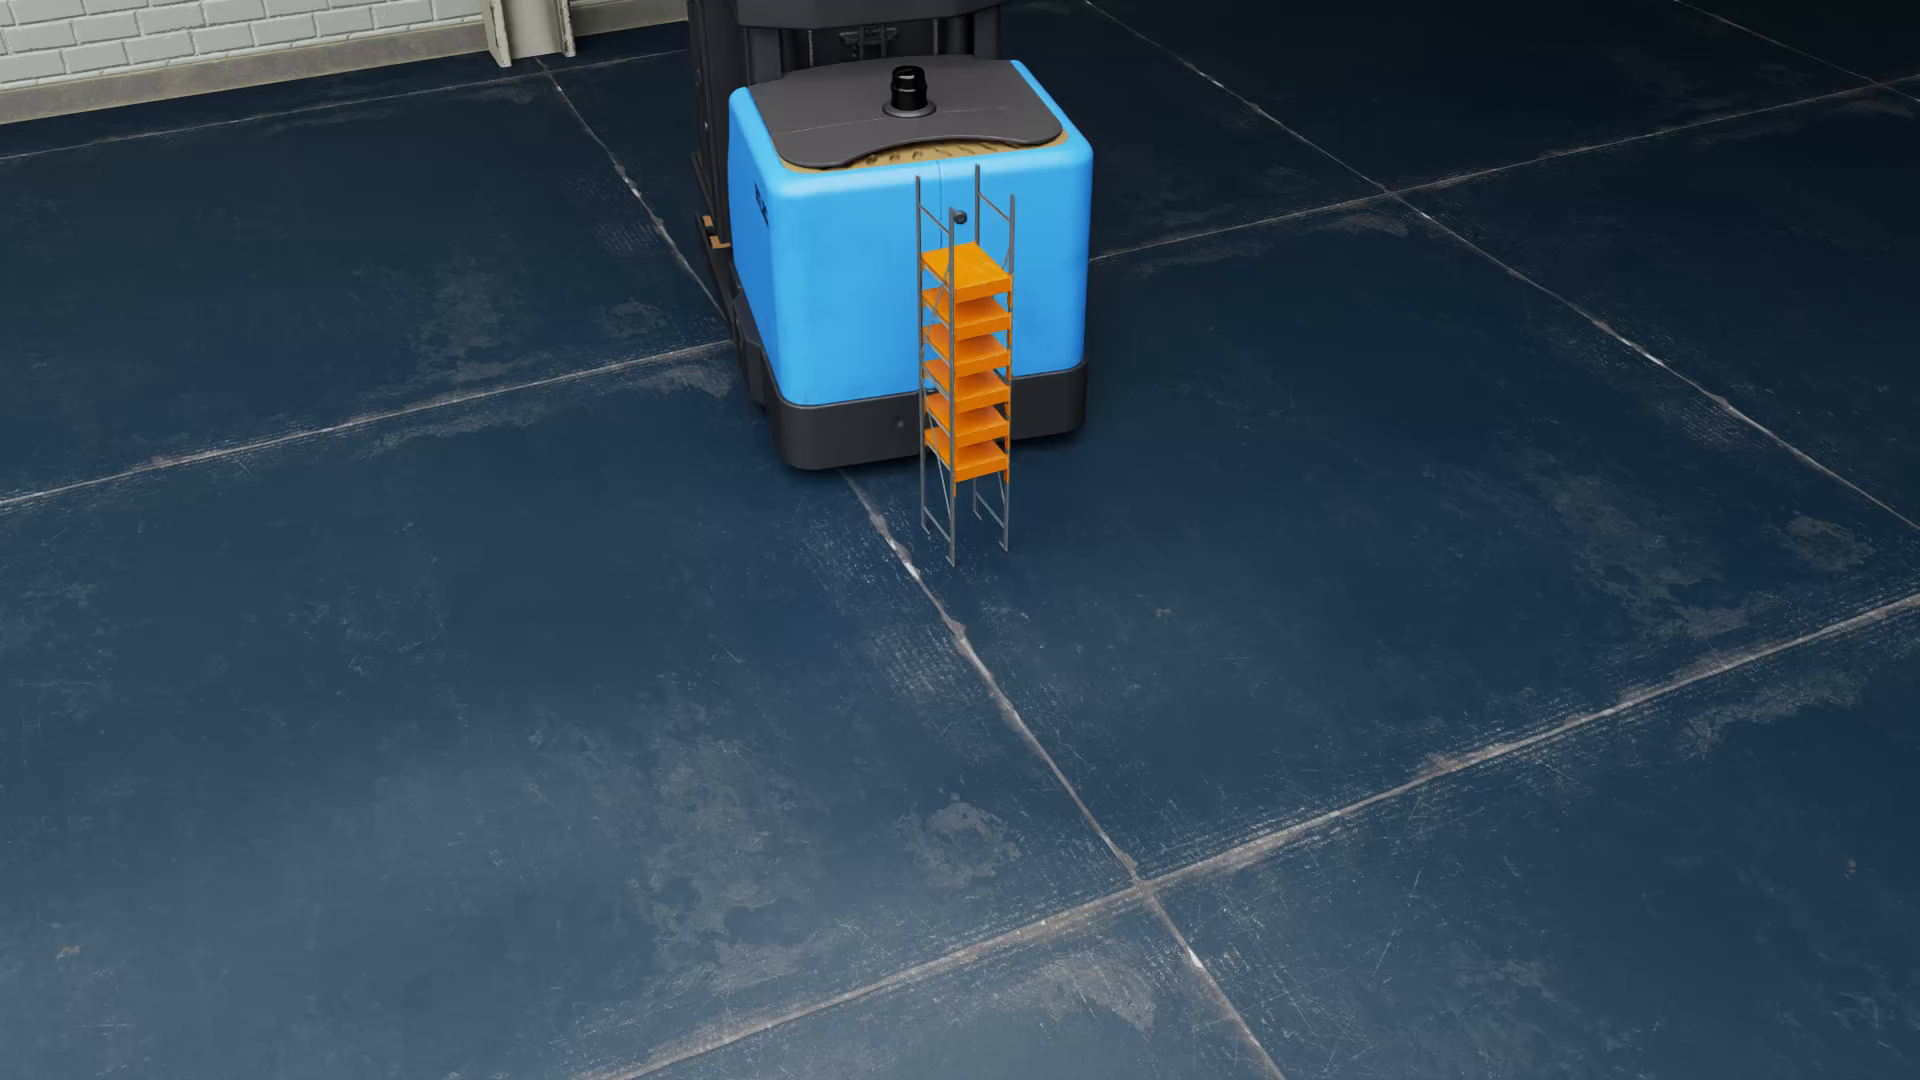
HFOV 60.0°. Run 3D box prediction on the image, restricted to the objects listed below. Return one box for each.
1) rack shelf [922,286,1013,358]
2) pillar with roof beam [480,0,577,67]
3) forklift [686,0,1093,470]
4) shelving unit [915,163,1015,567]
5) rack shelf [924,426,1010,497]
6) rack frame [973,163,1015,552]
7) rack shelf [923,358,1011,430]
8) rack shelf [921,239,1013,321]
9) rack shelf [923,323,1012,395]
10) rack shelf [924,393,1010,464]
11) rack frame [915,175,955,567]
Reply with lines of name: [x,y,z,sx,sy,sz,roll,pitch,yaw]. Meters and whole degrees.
rack shelf: [0.013,-0.643,4.781,0.180,0.103,0.258,-16,39,-20]
pillar with roof beam: [-0.407,-3.845,2.880,0.400,9.000,9.100,-16,39,-20]
forklift: [-0.455,-2.285,5.870,1.130,2.935,3.031,-9,38,-12]
shelving unit: [0.013,-0.486,4.898,0.189,1.200,0.258,-16,39,-20]
rack shelf: [0.013,-0.257,5.067,0.180,0.103,0.258,-16,39,-20]
rack frame: [0.096,-0.509,4.929,0.006,1.200,0.240,-16,39,-20]
rack shelf: [0.013,-0.450,4.924,0.180,0.103,0.258,-16,39,-20]
rack shelf: [0.013,-0.739,4.710,0.180,0.103,0.258,-16,39,-20]
rack shelf: [0.013,-0.546,4.852,0.180,0.103,0.258,-16,39,-20]
rack shelf: [0.013,-0.354,4.995,0.180,0.103,0.258,-16,39,-20]
rack frame: [-0.070,-0.462,4.866,0.006,1.200,0.240,-16,39,-20]
